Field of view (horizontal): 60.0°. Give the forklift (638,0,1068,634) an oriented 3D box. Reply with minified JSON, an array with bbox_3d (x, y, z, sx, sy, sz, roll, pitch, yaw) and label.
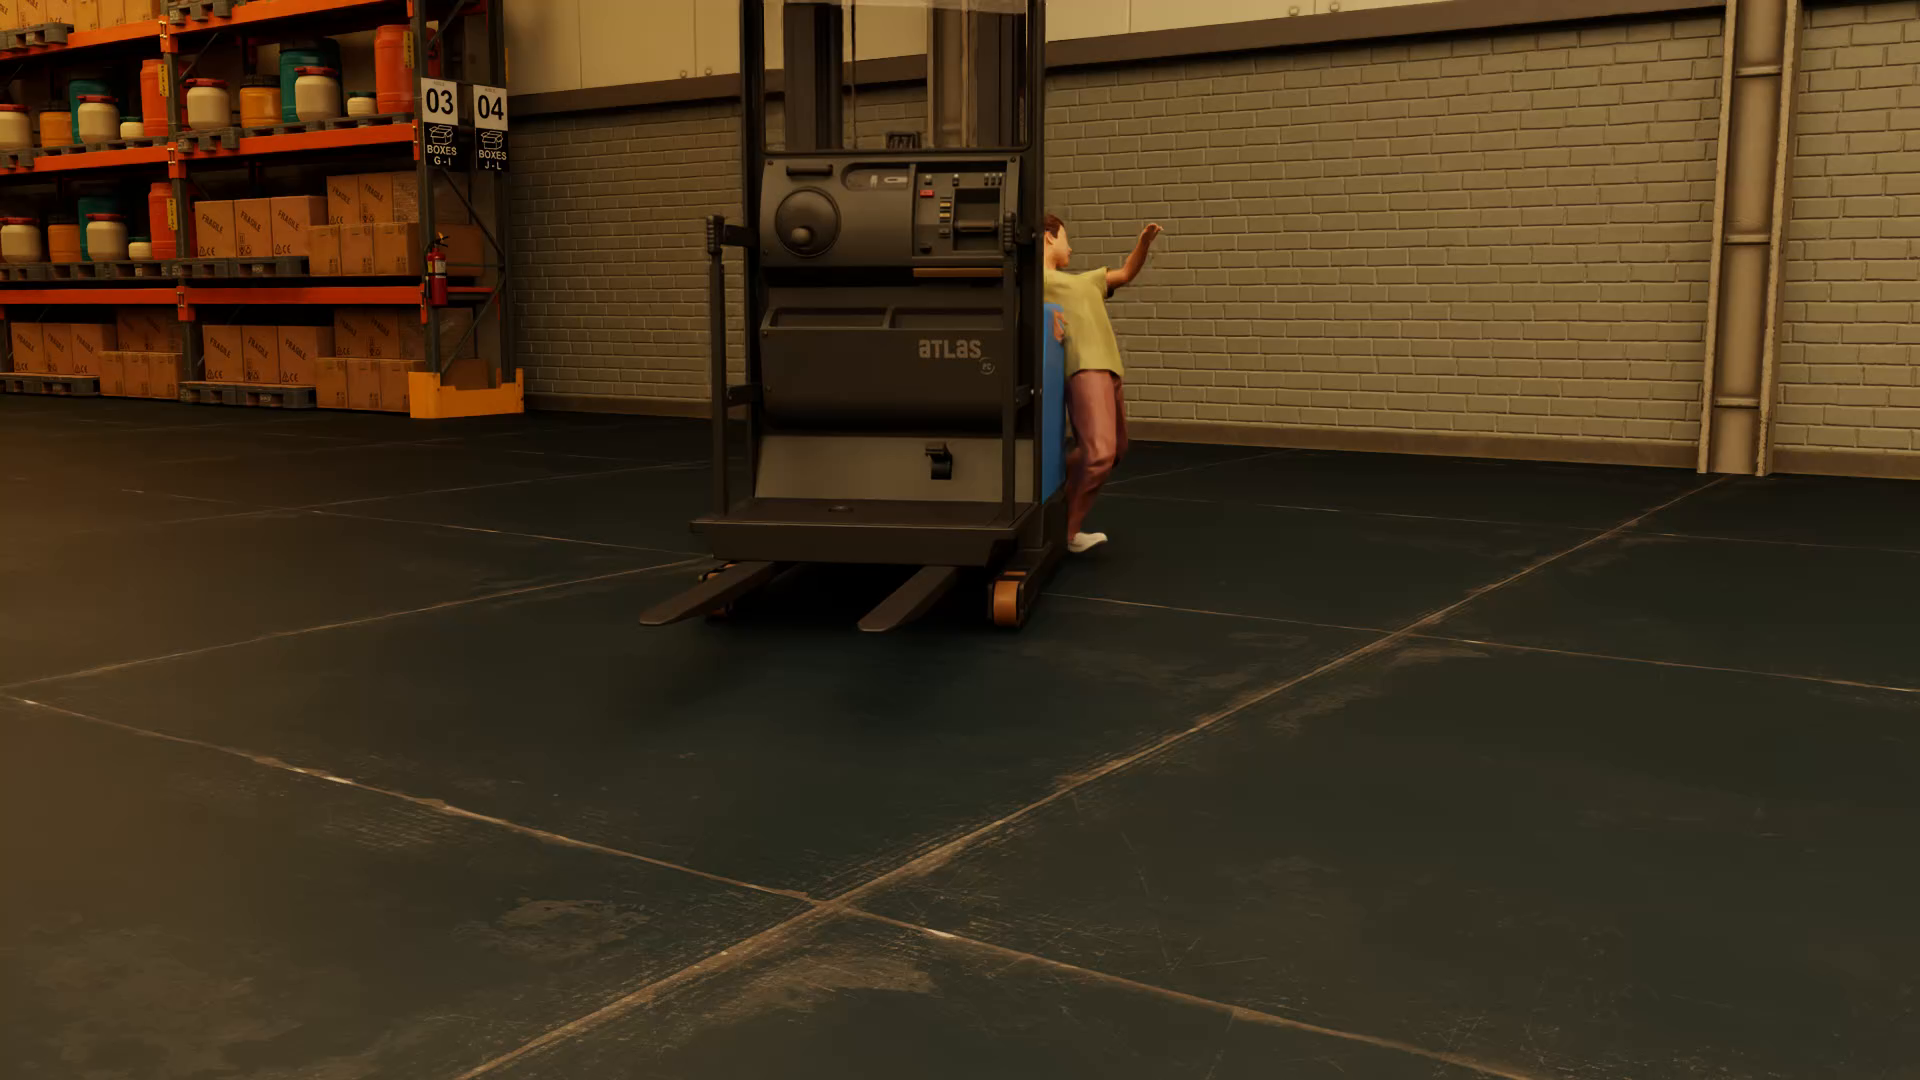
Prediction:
[{"bbox_3d":[-0.284,-1.210,5.704,1.130,2.935,3.031,1,8,9],"label":"forklift"}]

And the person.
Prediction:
[{"bbox_3d":[0.472,-0.669,7.049,0.740,1.438,0.961,3,9,20],"label":"person"}]
